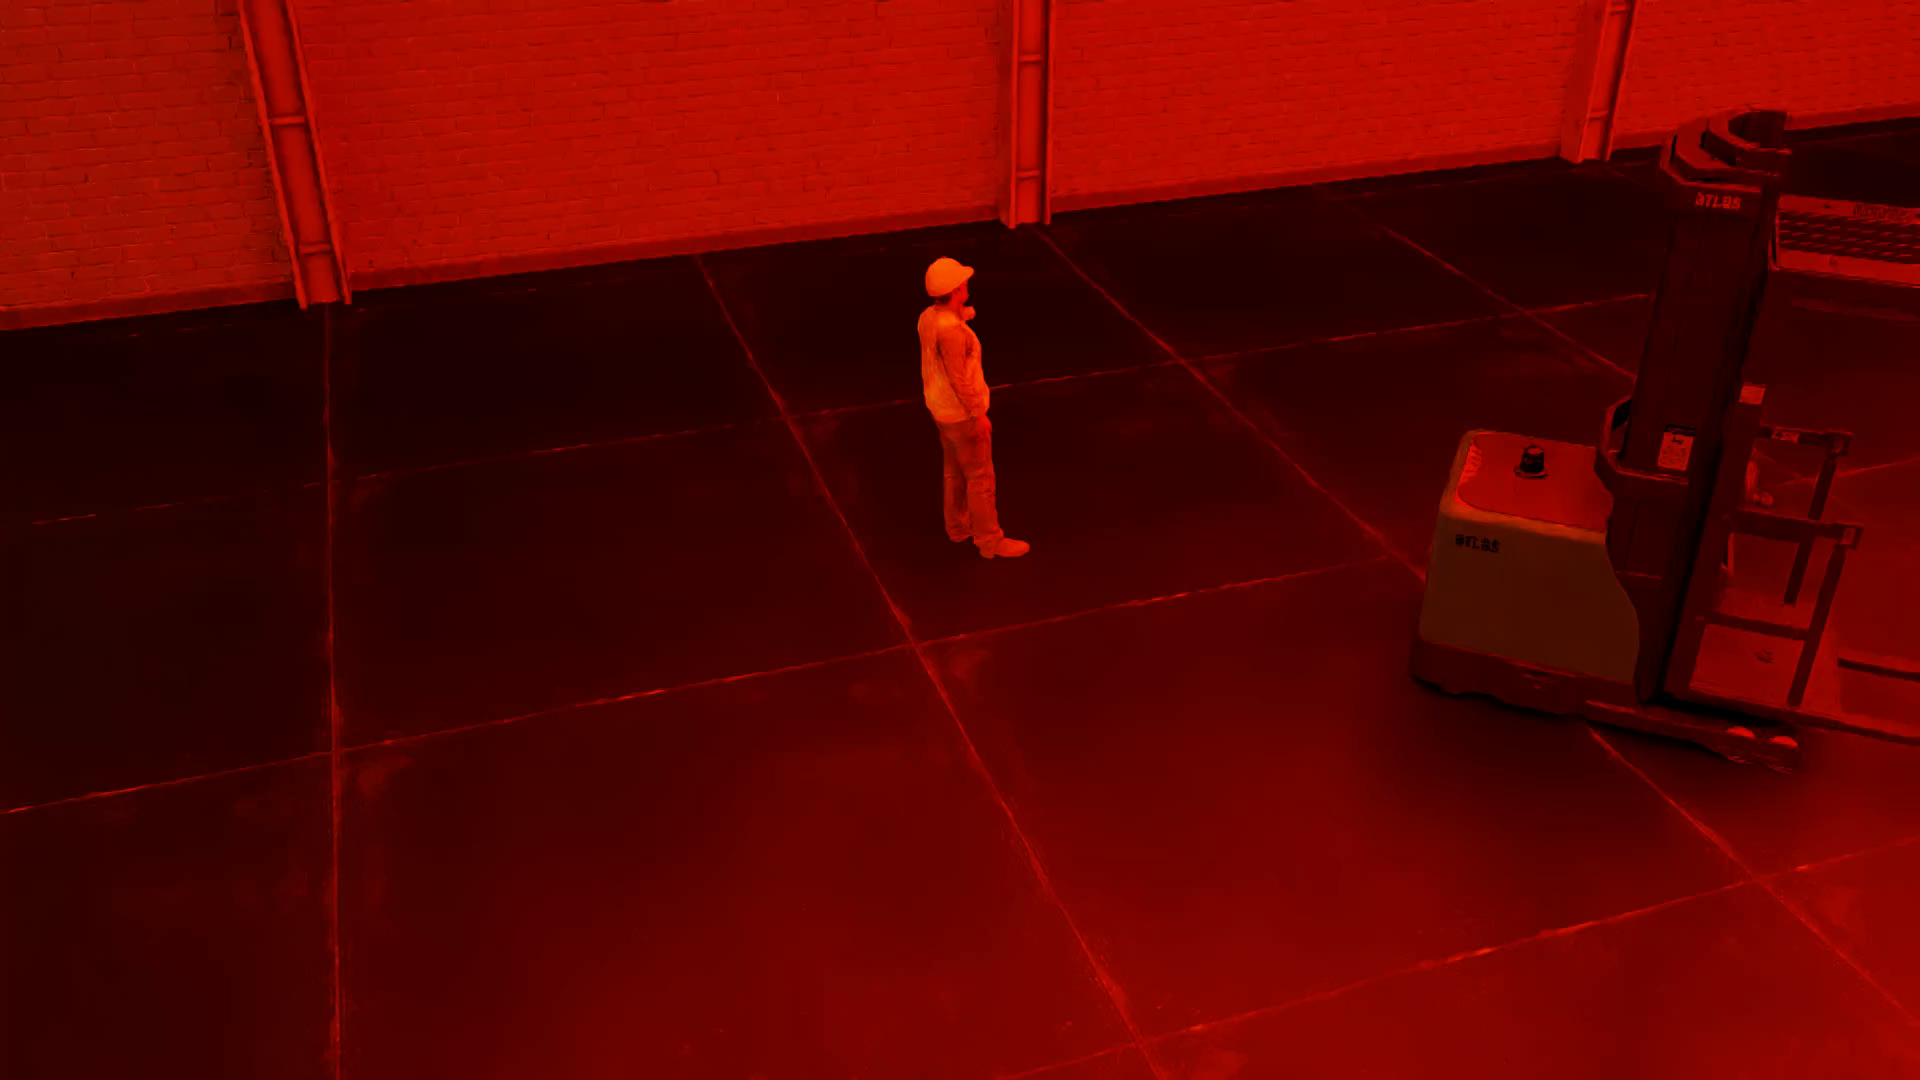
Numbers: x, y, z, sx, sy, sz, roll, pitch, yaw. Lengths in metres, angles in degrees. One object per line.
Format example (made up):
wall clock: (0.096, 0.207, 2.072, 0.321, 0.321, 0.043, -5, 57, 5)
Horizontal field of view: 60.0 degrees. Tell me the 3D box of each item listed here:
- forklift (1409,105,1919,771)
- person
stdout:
forklift: (3.920, -0.451, 7.870, 3.031, 2.935, 1.130, 12, 32, 19)
person: (0.062, -0.781, 9.591, 0.567, 1.773, 0.632, -10, 31, -16)
